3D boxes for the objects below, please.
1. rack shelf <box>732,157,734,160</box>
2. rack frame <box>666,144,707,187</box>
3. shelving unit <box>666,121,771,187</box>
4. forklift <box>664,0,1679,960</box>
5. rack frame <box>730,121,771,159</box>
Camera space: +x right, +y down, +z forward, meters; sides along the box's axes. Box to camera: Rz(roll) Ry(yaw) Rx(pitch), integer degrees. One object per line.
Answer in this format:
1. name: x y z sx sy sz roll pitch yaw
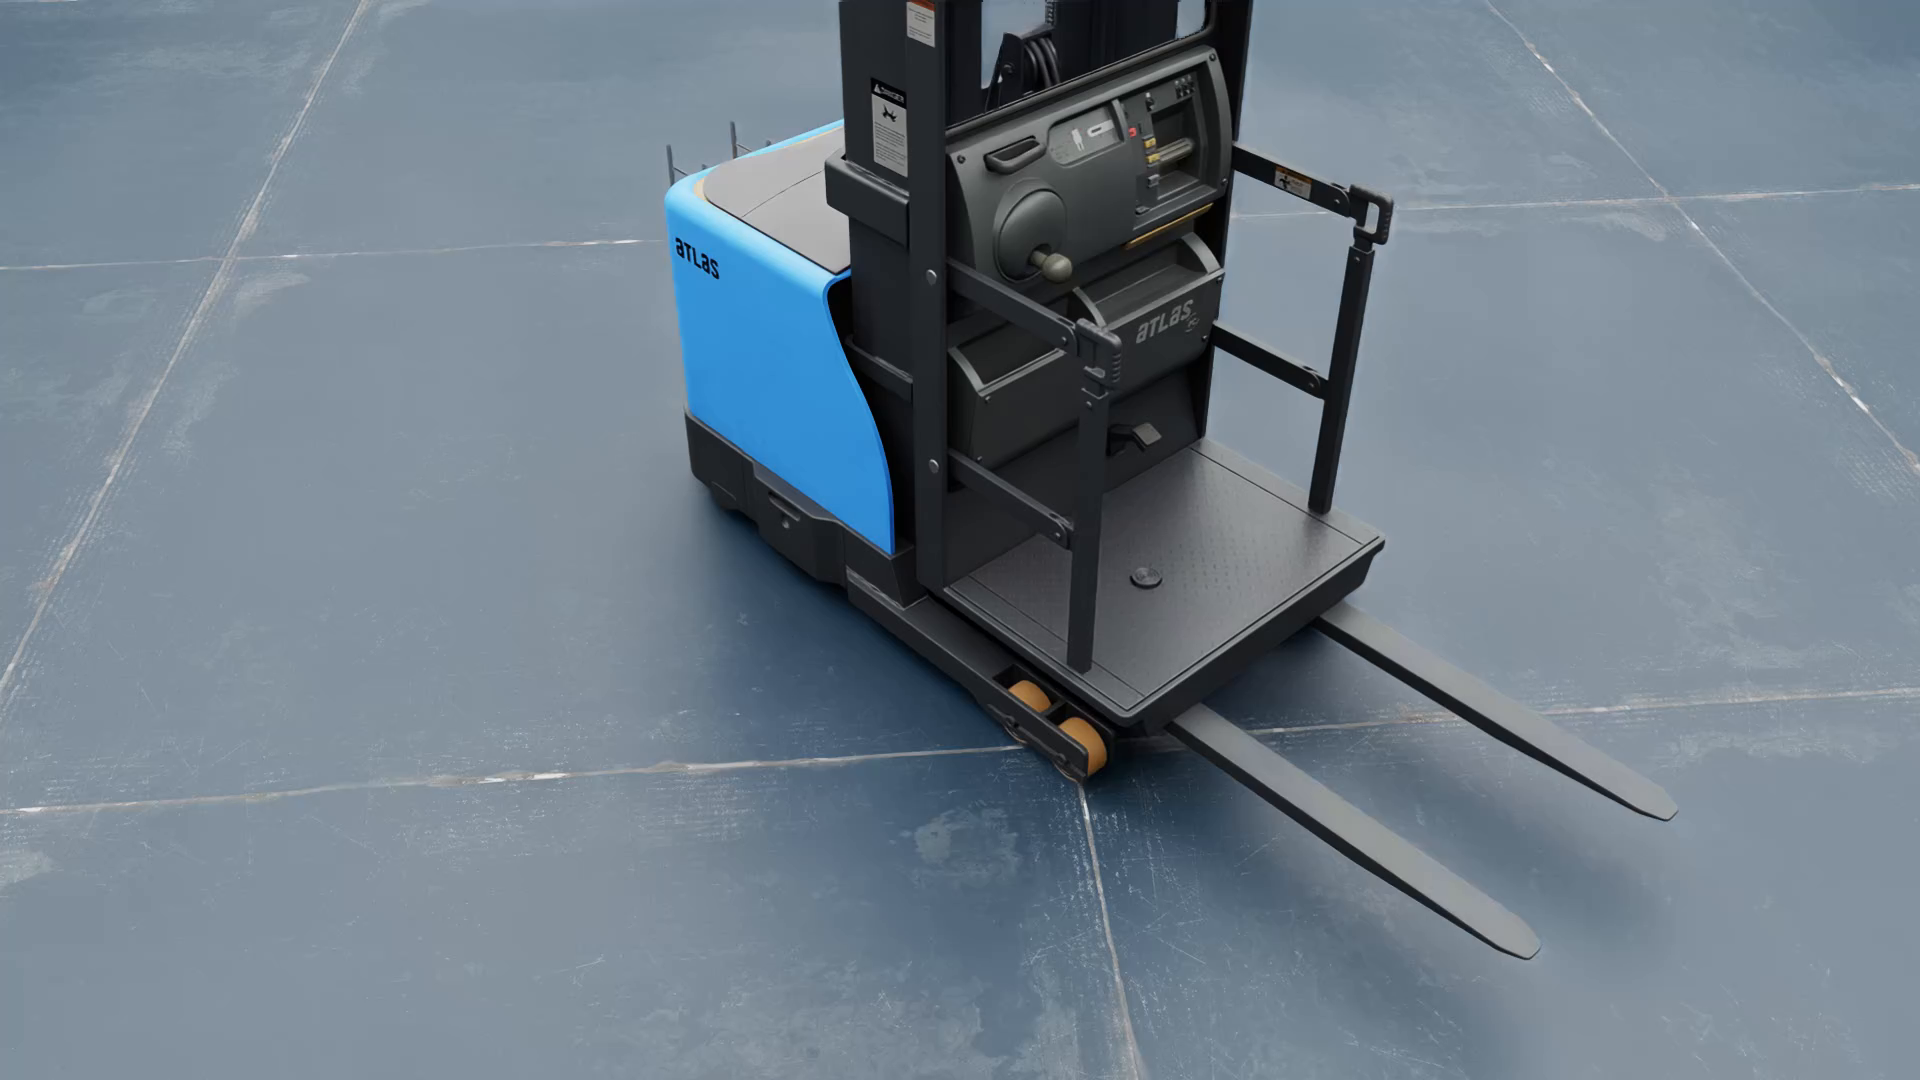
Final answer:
1. rack shelf: -0.741 -1.022 5.257 0.240 0.259 0.215 -30 47 -33
2. rack frame: -0.829 -0.756 5.360 0.008 1.050 0.200 -30 47 -33
3. shelving unit: -0.741 -0.808 5.426 0.252 1.050 0.215 -30 47 -33
4. forklift: 0.488 -0.870 3.987 1.130 2.935 3.031 -30 47 -32
5. rack frame: -0.652 -0.860 5.492 0.008 1.050 0.200 -30 47 -33
